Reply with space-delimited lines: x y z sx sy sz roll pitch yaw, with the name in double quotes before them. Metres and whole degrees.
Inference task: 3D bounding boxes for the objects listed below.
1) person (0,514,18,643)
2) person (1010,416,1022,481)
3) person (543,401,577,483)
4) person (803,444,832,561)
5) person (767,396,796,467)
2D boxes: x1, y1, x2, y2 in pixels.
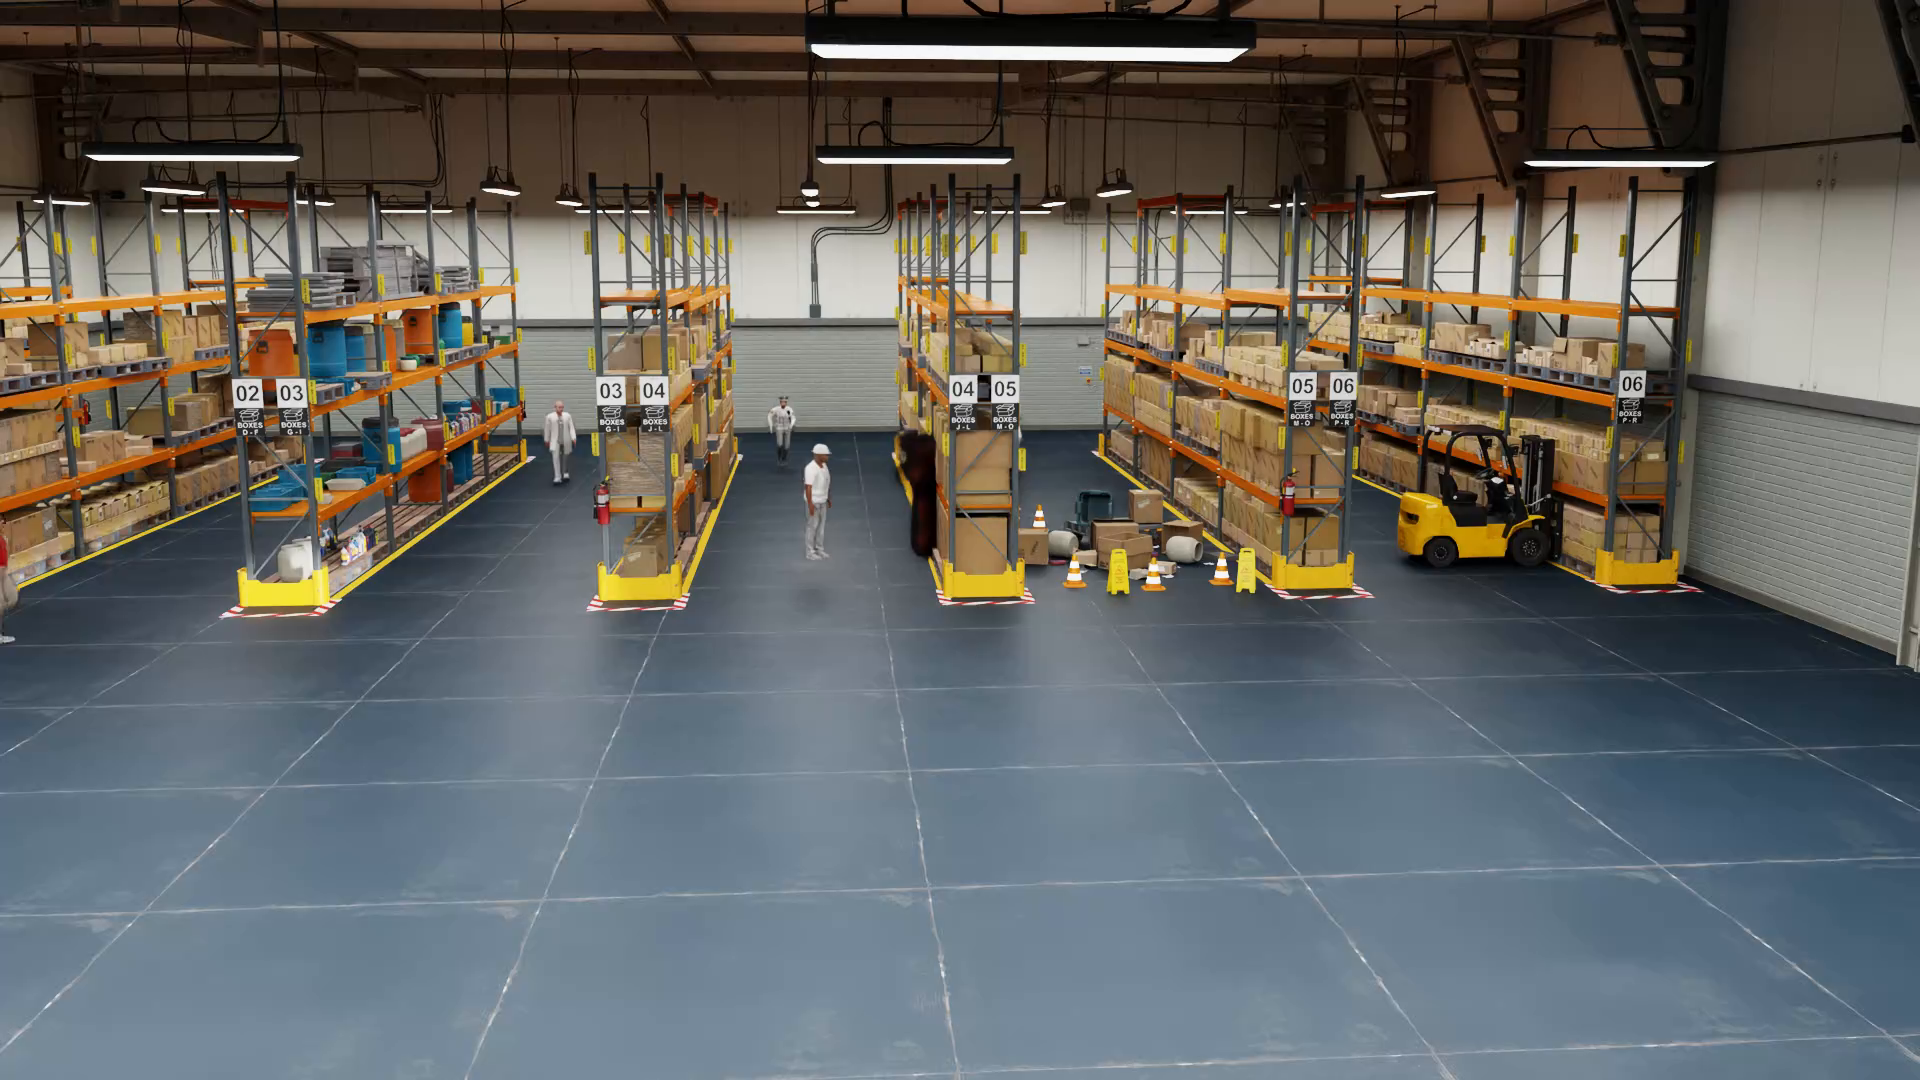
"person" -12.342 0.460 21.068 0.551 1.708 0.578 -1 10 -8
"person" 1.125 -2.185 35.909 0.395 1.779 0.542 -1 10 -4
"person" -8.562 -2.056 35.603 0.703 1.620 1.128 -2 10 -12
"person" -2.147 -0.581 25.219 0.446 1.774 0.602 4 11 23
"person" -4.075 -2.487 38.159 0.639 1.633 0.564 -3 10 -14
